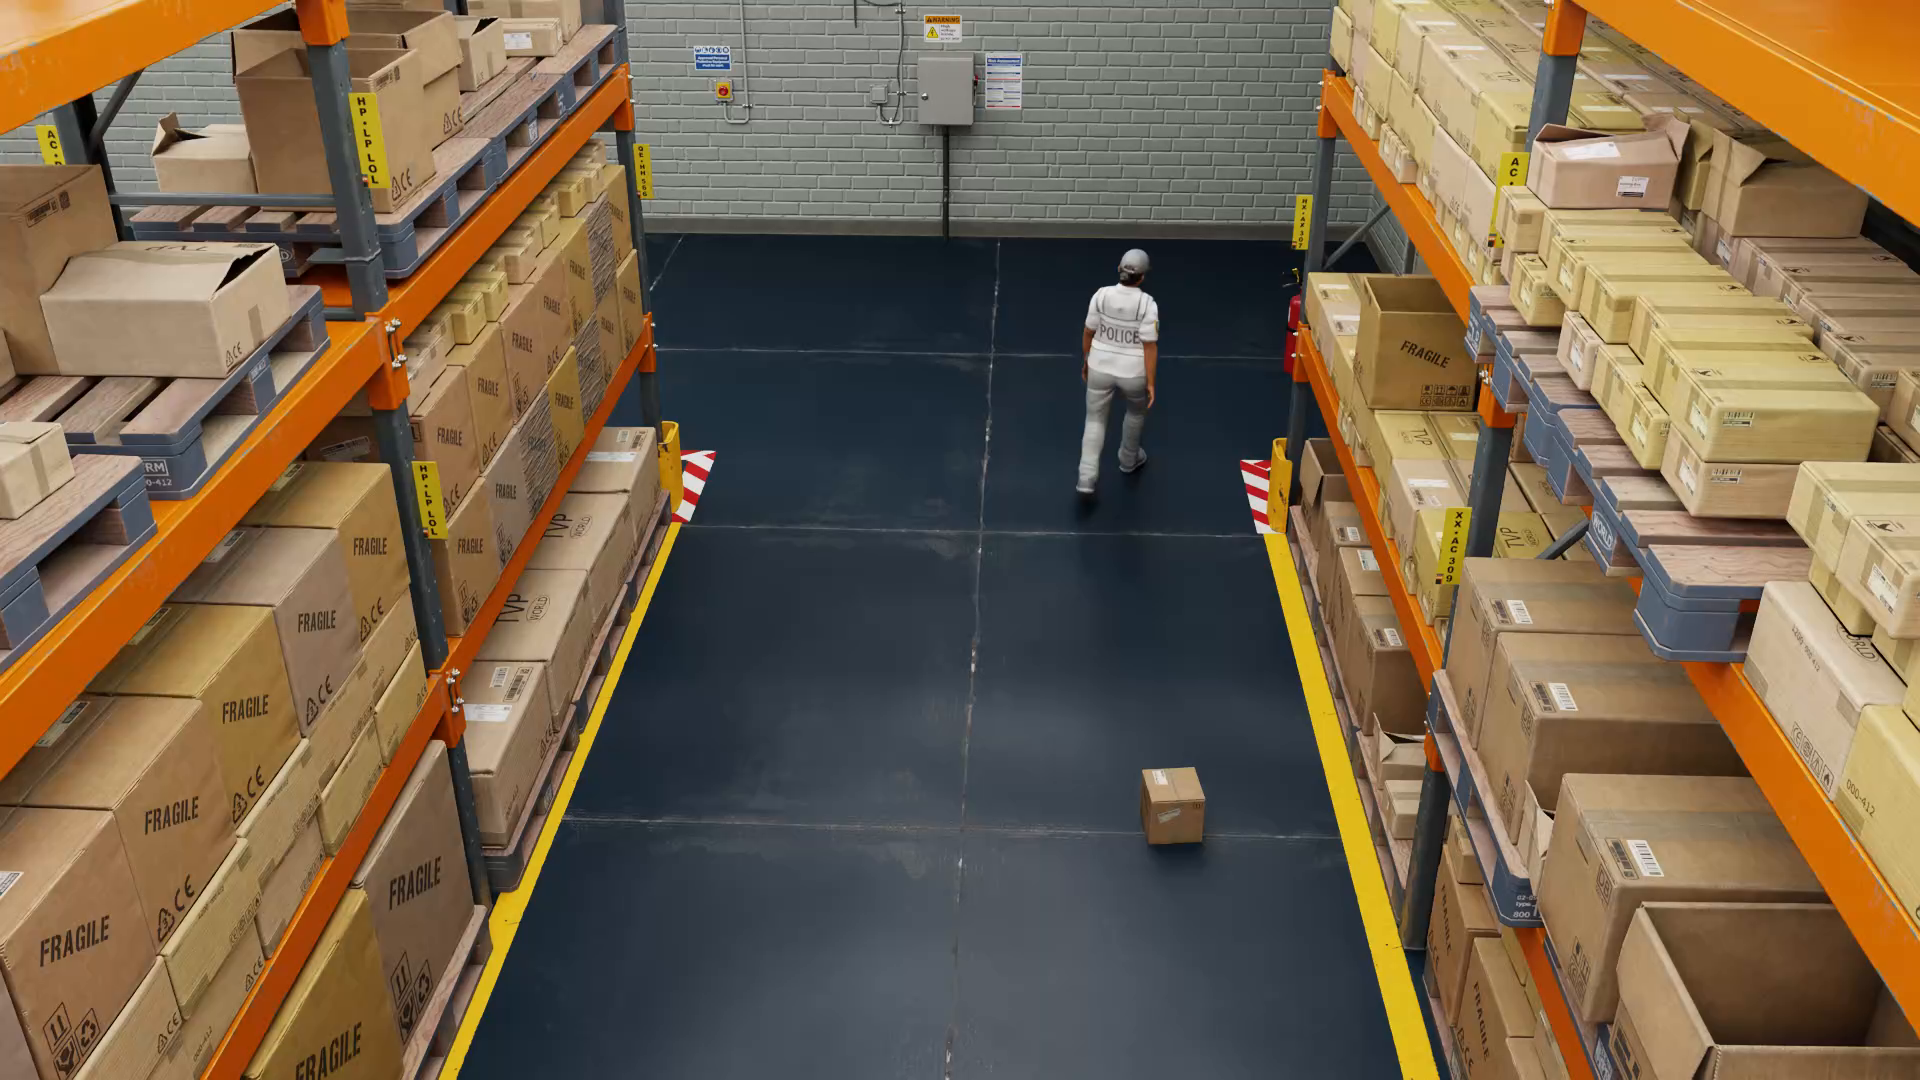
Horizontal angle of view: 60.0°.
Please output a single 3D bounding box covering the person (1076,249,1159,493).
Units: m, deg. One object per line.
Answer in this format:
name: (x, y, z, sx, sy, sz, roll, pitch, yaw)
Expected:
person: (1.022, -1.089, 10.669, 0.512, 1.615, 0.939, 7, 29, 13)
